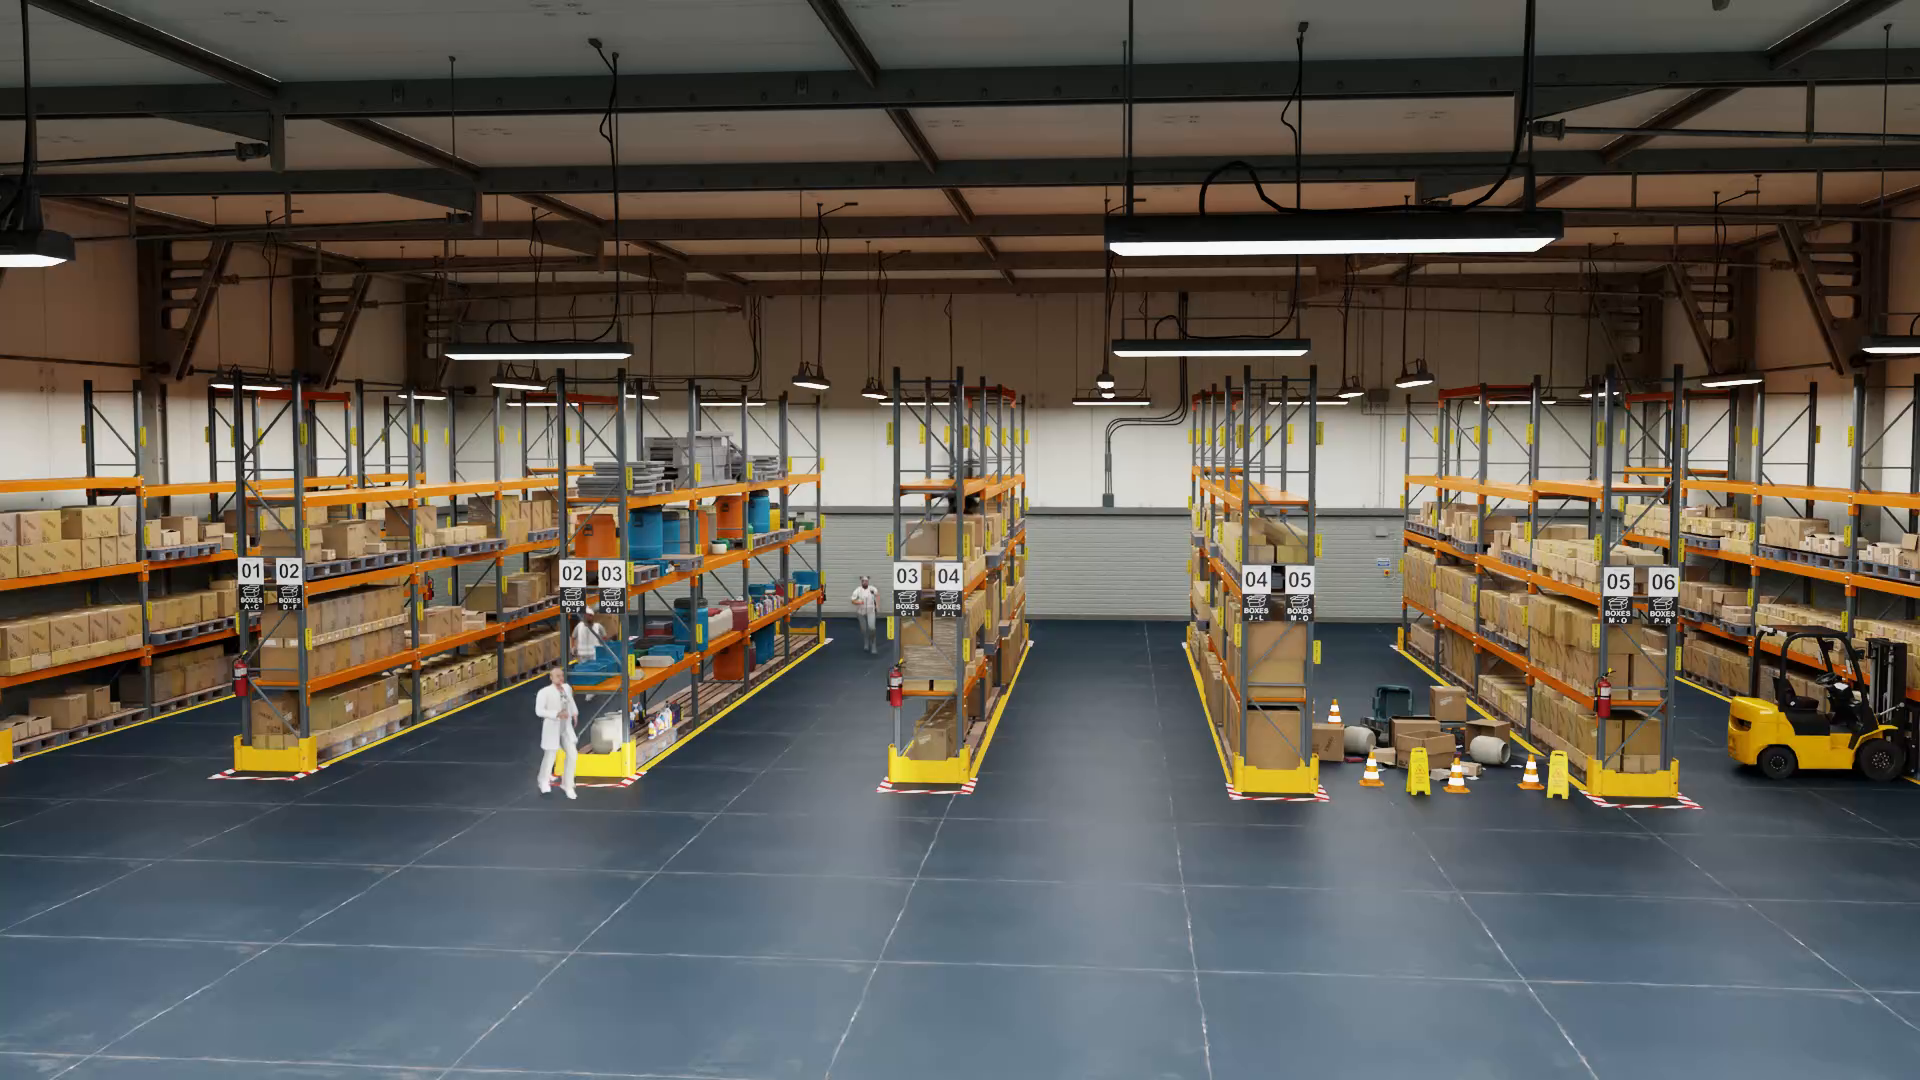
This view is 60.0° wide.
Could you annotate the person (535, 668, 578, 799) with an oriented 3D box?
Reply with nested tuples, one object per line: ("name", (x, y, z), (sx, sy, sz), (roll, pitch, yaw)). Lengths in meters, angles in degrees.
("person", (-5.584, 2.697, 23.110), (0.741, 1.866, 0.831), (-3, 5, -44))

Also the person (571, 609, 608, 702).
("person", (-7.054, 2.178, 31.646), (0.681, 1.750, 0.731), (0, 4, -7))

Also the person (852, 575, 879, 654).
("person", (-2.200, 1.723, 38.641), (0.629, 1.850, 0.689), (0, 4, -1))
